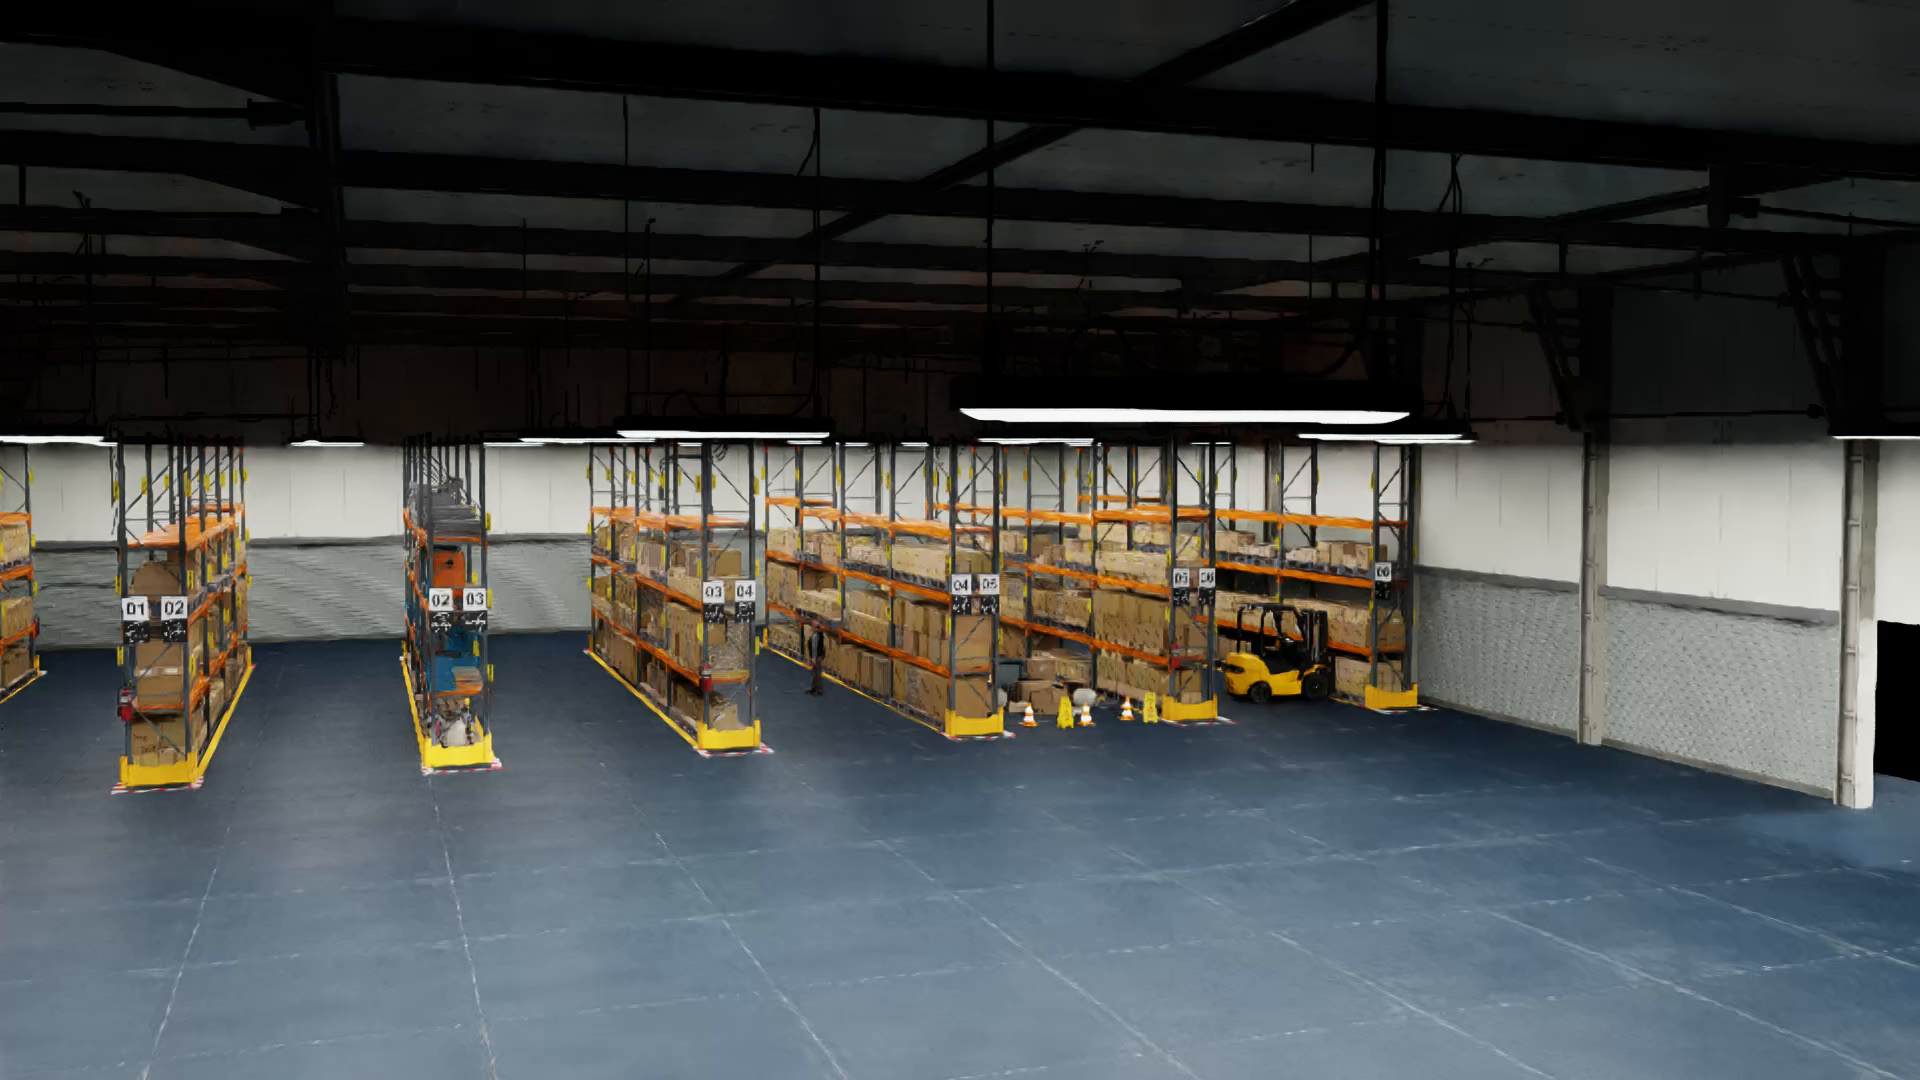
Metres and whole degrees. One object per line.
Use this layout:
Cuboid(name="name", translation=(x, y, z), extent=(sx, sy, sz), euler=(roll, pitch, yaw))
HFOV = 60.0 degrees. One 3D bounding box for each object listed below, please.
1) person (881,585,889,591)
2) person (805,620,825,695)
Cuboid(name="person", translation=(-2.442, 1.957, 53.151), extent=(0.502, 1.659, 0.565), euler=(1, 3, 18))
Cuboid(name="person", translation=(-3.370, 2.713, 38.526), extent=(0.498, 1.724, 0.578), euler=(1, 3, 10))
